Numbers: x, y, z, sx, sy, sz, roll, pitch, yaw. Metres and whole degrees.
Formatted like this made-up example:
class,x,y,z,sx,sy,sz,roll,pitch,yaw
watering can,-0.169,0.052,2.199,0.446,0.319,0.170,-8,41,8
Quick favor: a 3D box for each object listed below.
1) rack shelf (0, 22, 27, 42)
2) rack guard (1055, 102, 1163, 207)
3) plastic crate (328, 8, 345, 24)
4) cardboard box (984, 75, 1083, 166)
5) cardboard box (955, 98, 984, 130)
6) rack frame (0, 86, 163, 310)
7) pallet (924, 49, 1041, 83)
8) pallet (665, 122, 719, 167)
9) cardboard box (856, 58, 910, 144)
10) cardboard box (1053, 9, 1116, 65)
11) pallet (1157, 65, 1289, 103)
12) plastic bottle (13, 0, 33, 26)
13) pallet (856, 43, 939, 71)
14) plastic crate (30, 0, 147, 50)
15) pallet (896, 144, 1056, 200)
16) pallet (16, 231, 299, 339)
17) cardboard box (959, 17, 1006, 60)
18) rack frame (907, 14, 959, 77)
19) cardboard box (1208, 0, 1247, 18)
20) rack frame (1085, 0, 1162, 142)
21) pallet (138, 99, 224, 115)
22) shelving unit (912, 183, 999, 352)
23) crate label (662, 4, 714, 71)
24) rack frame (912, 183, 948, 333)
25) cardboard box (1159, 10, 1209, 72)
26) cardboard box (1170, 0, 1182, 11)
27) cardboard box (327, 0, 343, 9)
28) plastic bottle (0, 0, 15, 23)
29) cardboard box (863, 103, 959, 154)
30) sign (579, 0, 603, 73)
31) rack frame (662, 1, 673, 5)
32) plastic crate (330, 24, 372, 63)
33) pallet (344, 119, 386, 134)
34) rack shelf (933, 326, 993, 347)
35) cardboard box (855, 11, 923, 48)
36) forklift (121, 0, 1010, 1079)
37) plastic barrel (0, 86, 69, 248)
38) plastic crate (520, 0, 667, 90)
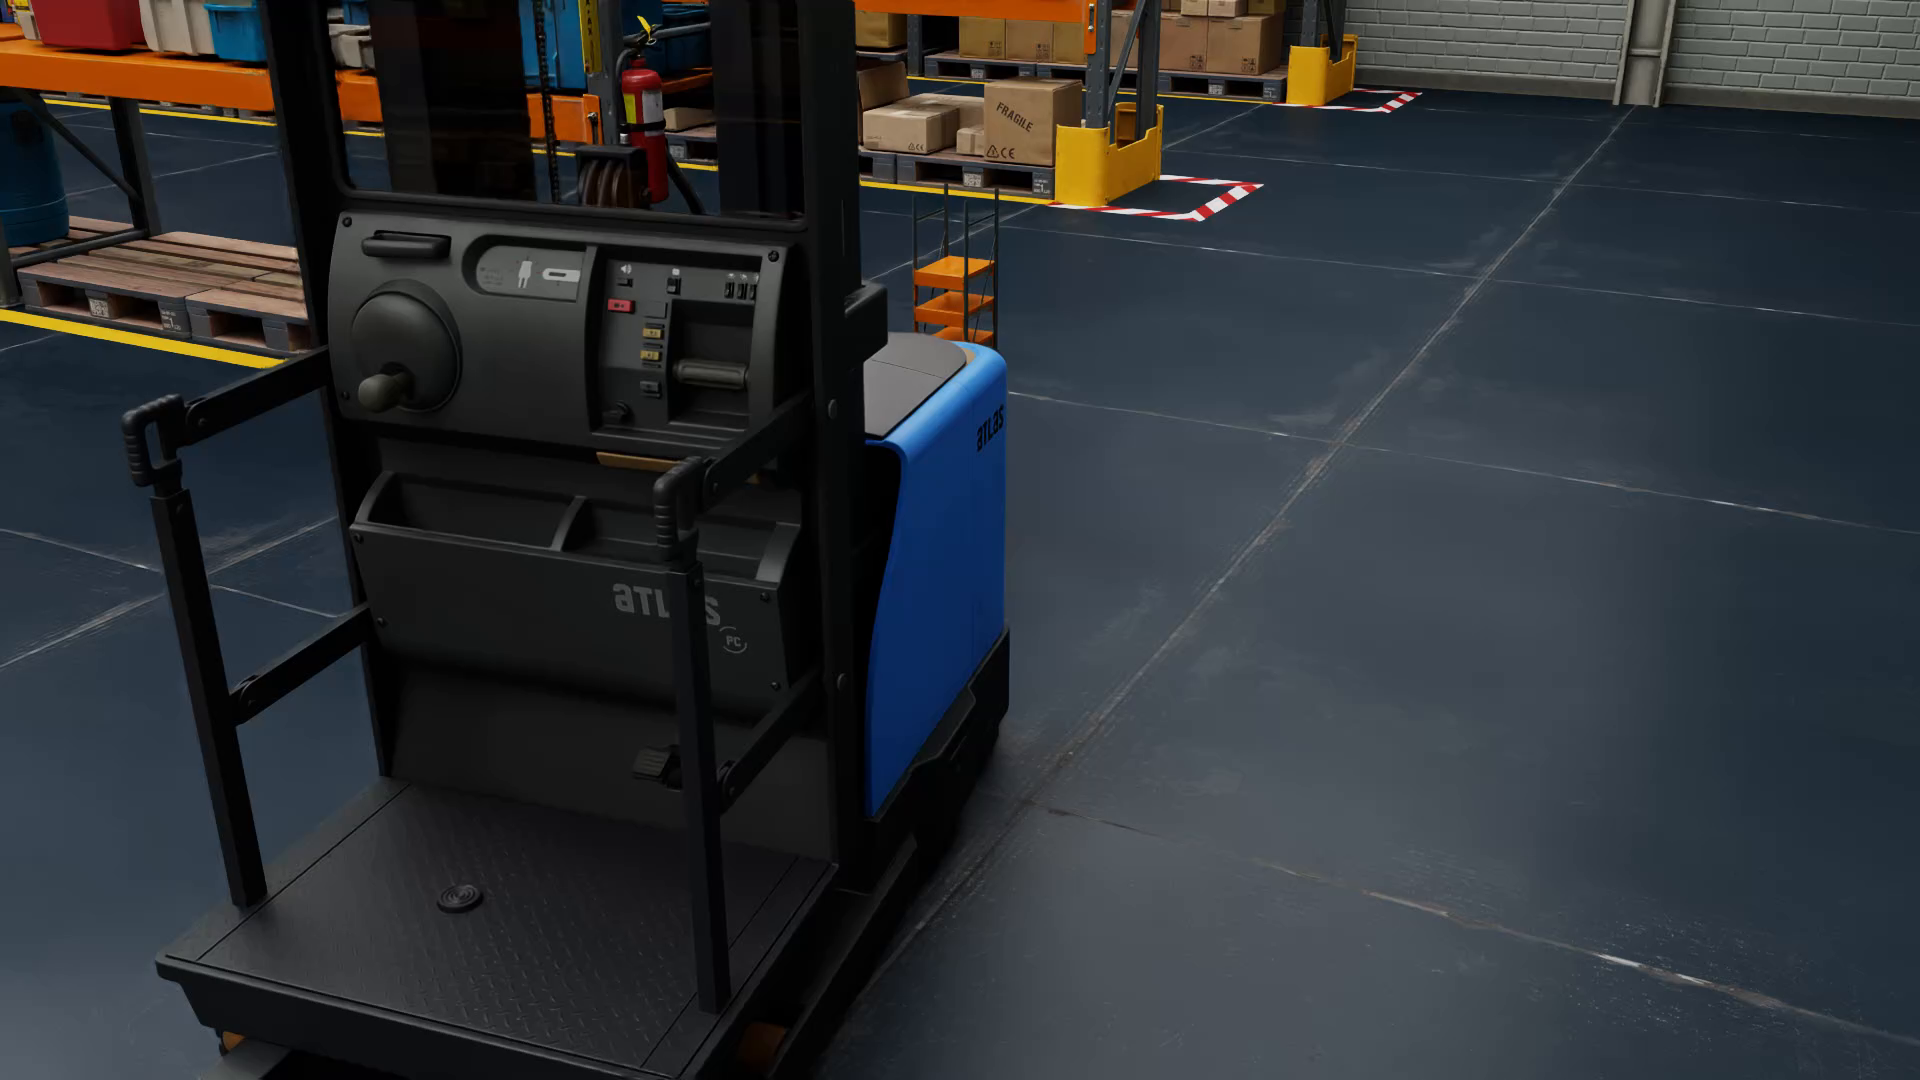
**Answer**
class,x,y,z,sx,sy,sz,roll,pitch,yaw
rack shelf,-6.503,-2.766,9.341,4.000,0.370,1.077,11,25,25
rack guard,1.022,-2.630,11.296,0.348,0.500,1.175,11,25,25
plastic crate,-3.029,-2.448,7.934,0.466,0.136,0.293,11,25,25
cardboard box,0.493,-2.829,11.202,0.500,0.500,0.500,11,25,25
cardboard box,0.286,-2.988,11.894,0.500,0.250,0.500,11,25,25
rack frame,-4.718,-2.744,8.370,0.127,3.000,1.000,11,25,25
pallet,0.395,-4.759,16.672,1.213,0.211,1.003,11,25,25
pallet,-1.868,-3.069,12.696,1.213,0.211,1.003,11,25,25
cardboard box,-0.801,-3.197,12.063,0.637,0.503,0.797,11,25,25
cardboard box,1.277,-4.898,16.092,0.500,0.500,0.700,12,26,26
pallet,2.573,-4.329,15.659,1.213,0.211,1.003,11,25,25
plastic bottle,-4.922,-2.904,8.809,0.185,0.351,0.144,11,25,25
pallet,-0.971,-5.031,17.310,1.213,0.211,1.003,11,25,25
plastic crate,-4.035,-2.556,7.769,0.583,0.464,0.402,11,25,25
pallet,0.310,-2.638,11.683,1.213,0.211,1.003,11,25,25
pallet,-4.045,-1.345,8.642,1.213,0.211,1.003,11,25,25
cardboard box,0.373,-5.079,16.518,0.500,0.500,0.700,12,26,25
rack frame,-0.248,-6.204,16.506,0.127,3.000,1.000,11,25,25
cardboard box,2.455,-4.887,15.237,0.250,0.149,0.380,11,25,24
rack frame,1.090,-3.767,10.776,0.127,3.000,1.000,11,25,25
pallet,-6.767,-4.056,15.017,1.213,0.211,1.003,11,25,25
shelving unit,-0.013,-0.555,5.521,0.189,1.200,0.258,11,25,25
crate label,-1.220,-2.147,7.103,0.303,0.233,0.416,11,25,25
rack frame,-0.095,-0.571,5.559,0.006,1.200,0.240,11,25,25
cardboard box,2.205,-4.718,15.668,0.500,0.500,0.700,11,25,24
cardboard box,2.178,-5.109,15.760,0.250,0.149,0.380,11,26,25
cardboard box,-5.057,-4.485,14.138,0.500,0.250,0.500,12,26,27
plastic bottle,-5.170,-2.954,9.027,0.097,0.271,0.097,0,23,0
cardboard box,-0.341,-2.893,11.670,0.500,0.250,0.500,11,25,25
sign,-1.382,-1.918,6.219,0.005,0.325,0.100,11,25,25
rack frame,-2.480,-4.474,12.436,0.127,3.000,1.000,11,25,25
plastic crate,-2.742,-2.168,7.274,0.250,0.136,0.298,11,25,25
pallet,-4.316,-3.536,13.794,1.213,0.211,1.003,11,25,25
rack shelf,-0.013,-0.624,5.492,0.180,0.103,0.258,11,25,25
cardboard box,-0.887,-5.478,17.008,0.750,0.750,0.750,12,26,25
forklift,-0.815,-0.363,2.859,1.130,2.935,3.031,7,24,17
plastic barrel,-5.196,-2.074,8.938,0.708,0.901,0.600,11,25,25
plastic crate,-1.532,-2.076,6.676,0.499,0.435,0.616,11,25,25
